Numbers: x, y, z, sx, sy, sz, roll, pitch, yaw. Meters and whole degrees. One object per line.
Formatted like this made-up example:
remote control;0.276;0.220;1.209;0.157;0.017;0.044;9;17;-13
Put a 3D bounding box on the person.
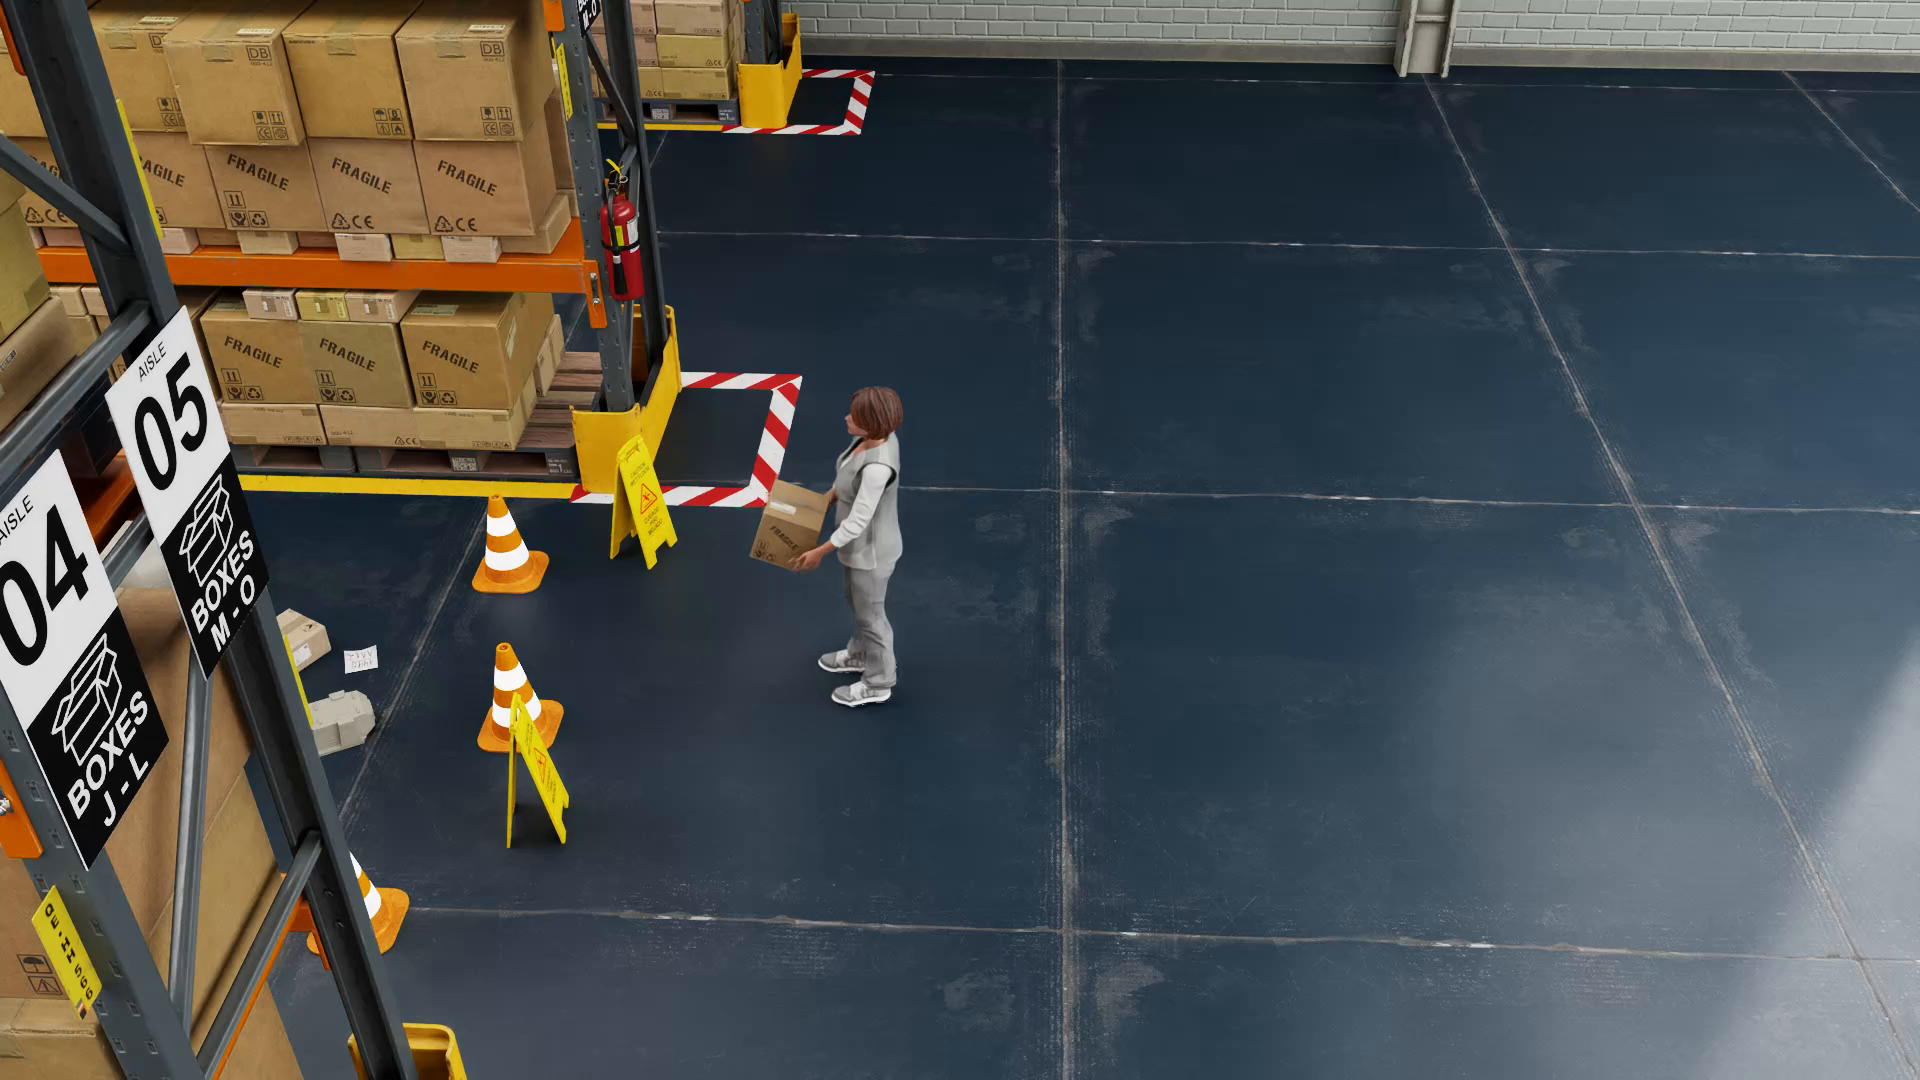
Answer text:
person;-0.461;0.037;7.070;0.461;1.595;0.451;-3;36;-4
